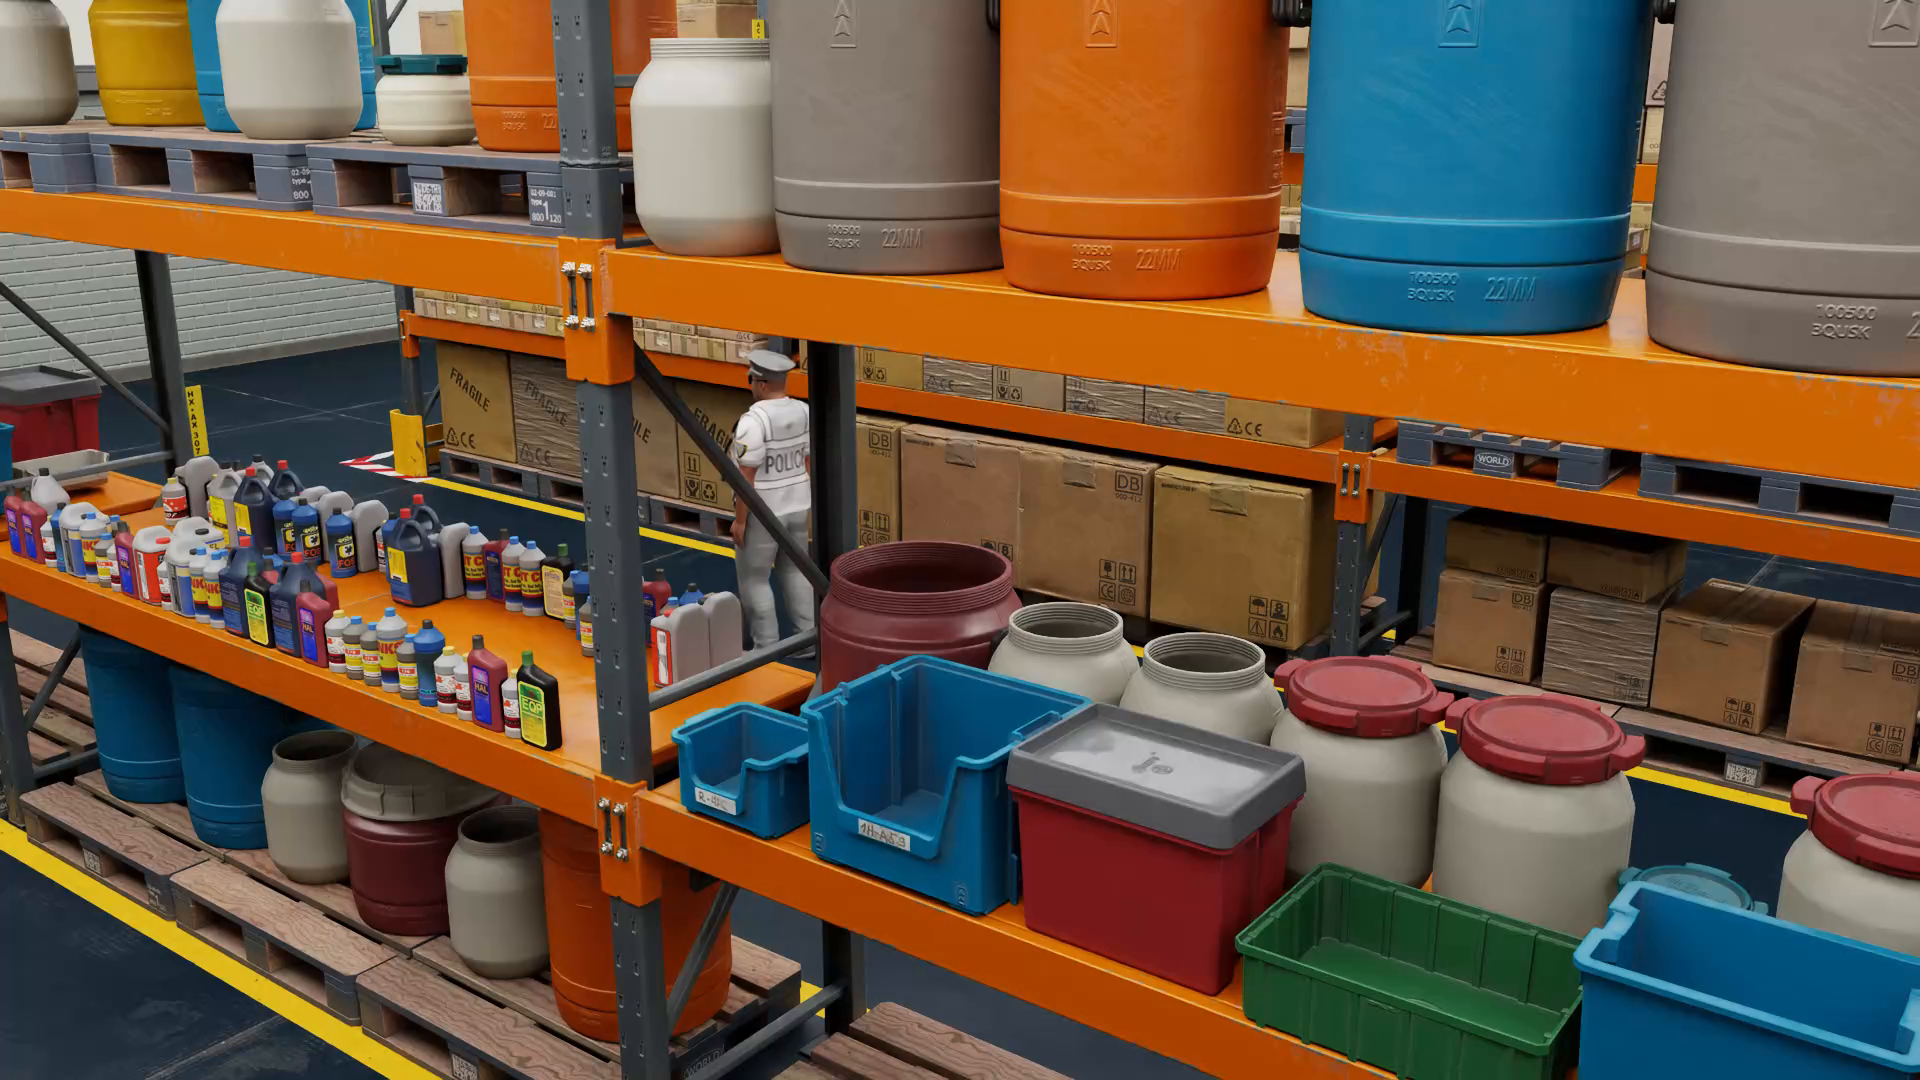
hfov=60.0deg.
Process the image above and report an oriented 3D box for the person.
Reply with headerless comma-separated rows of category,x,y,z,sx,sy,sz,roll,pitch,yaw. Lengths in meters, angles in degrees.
person,-1.039,-0.143,9.060,0.391,1.799,0.528,13,21,36
